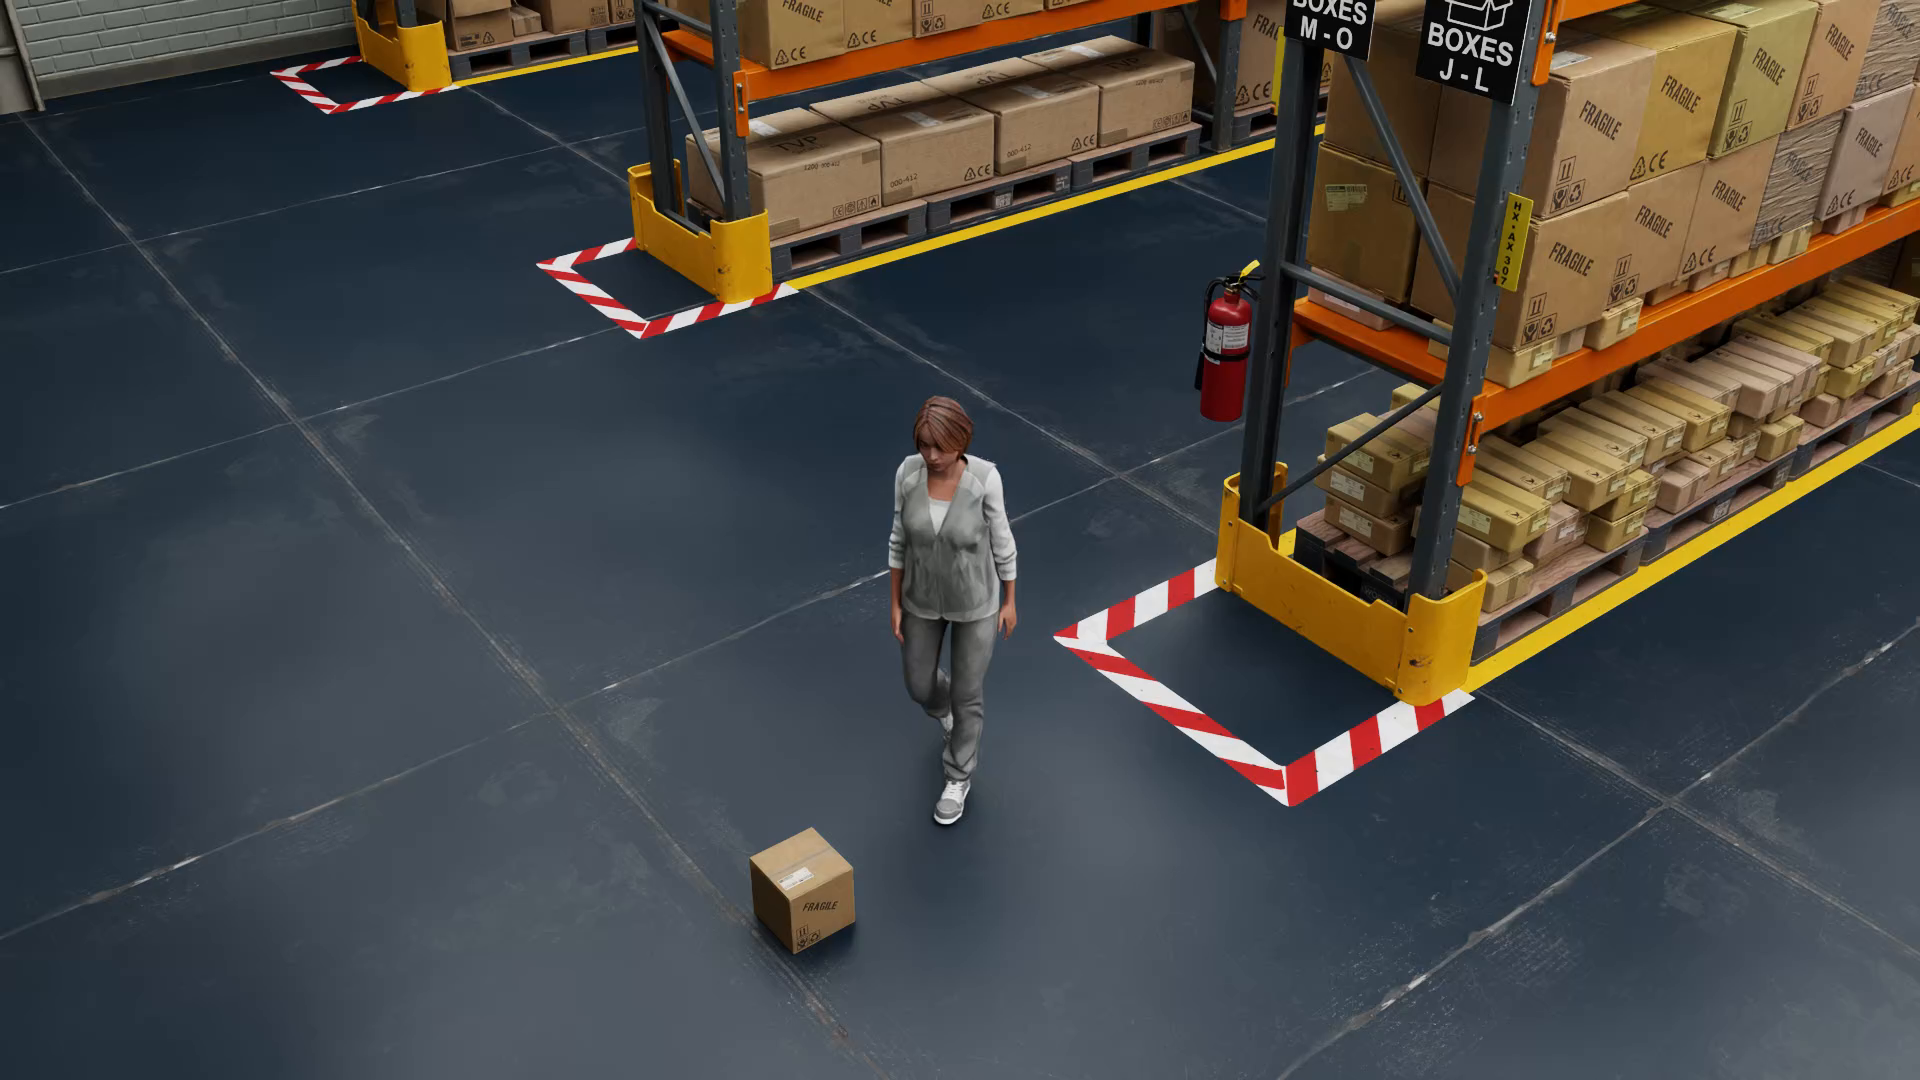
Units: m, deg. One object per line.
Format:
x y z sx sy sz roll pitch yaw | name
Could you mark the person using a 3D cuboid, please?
-0.022 0.215 5.800 0.443 1.595 0.575 8 33 12 | person
